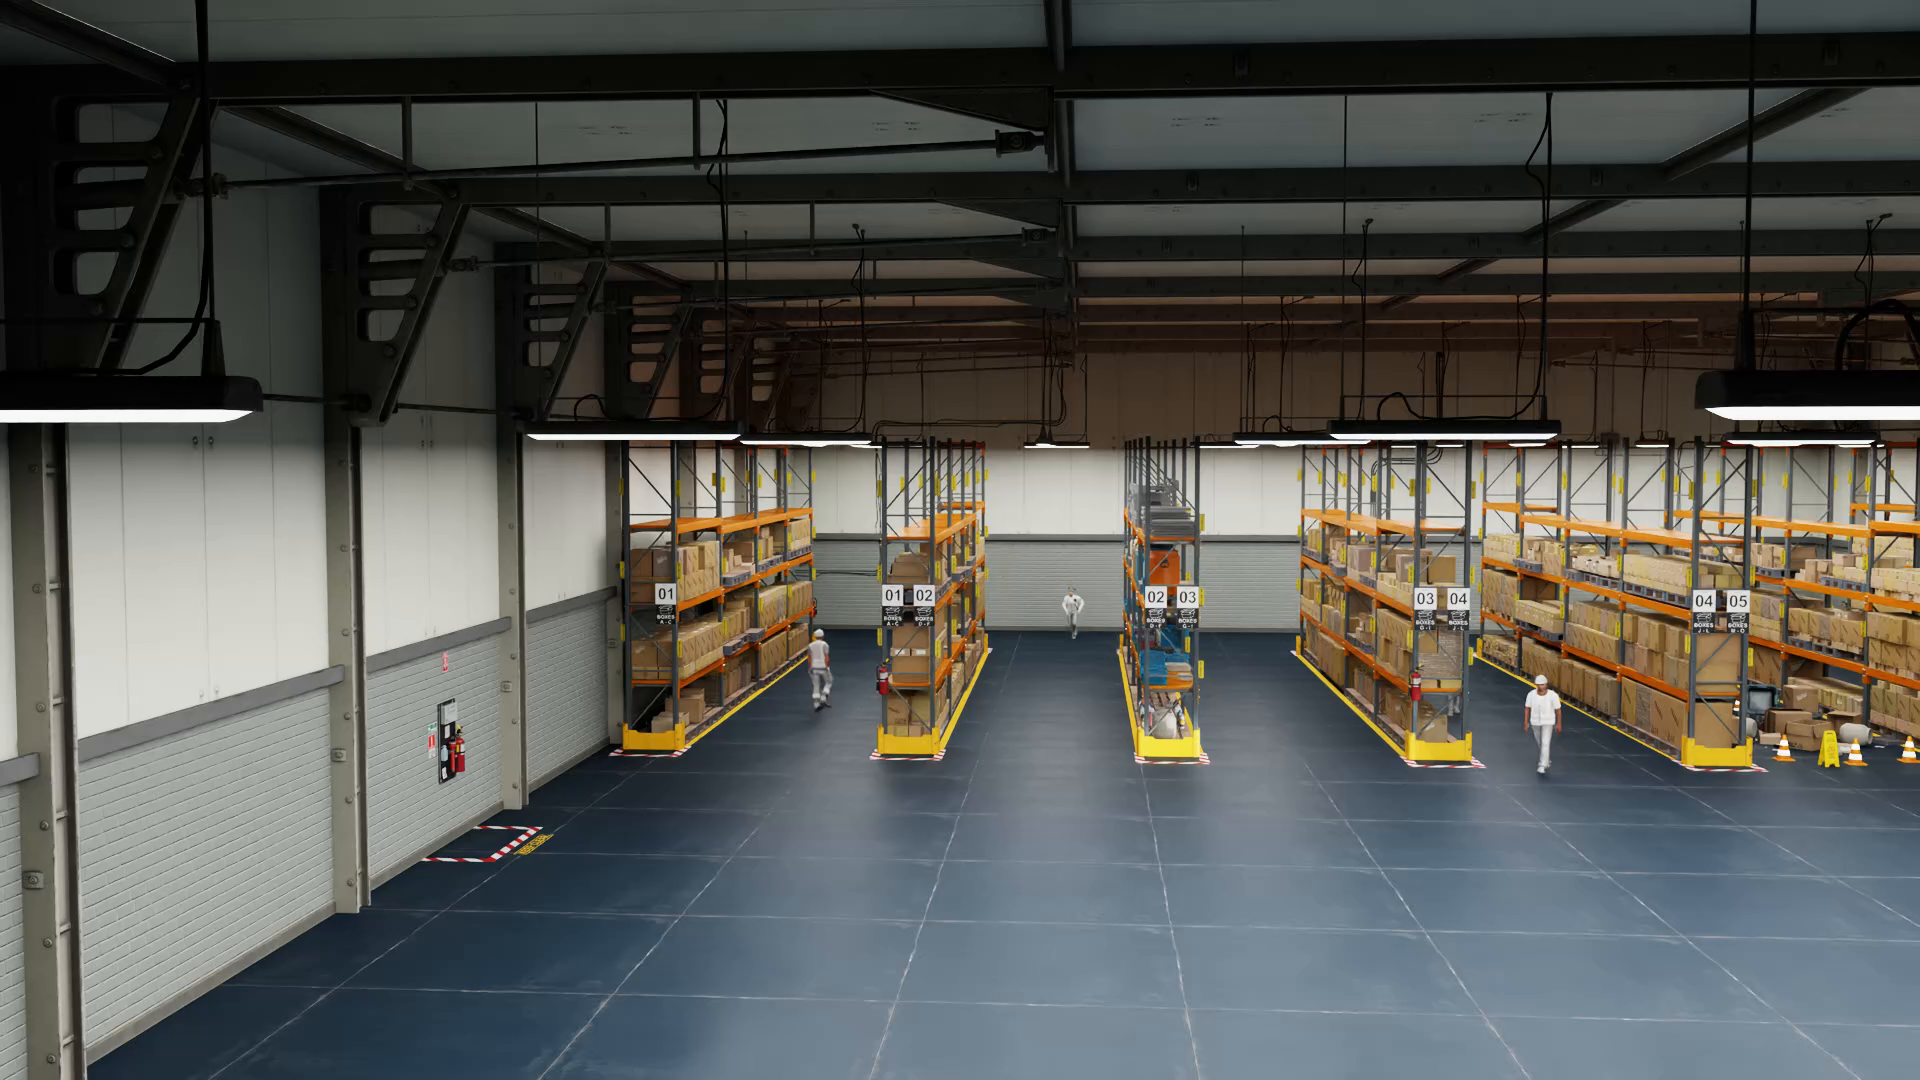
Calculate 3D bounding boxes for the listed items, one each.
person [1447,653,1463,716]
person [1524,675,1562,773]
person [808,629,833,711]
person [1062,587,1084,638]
[{"bbox_3d":[10.759,2.970,36.149,0.525,1.714,0.532,1,3,12],"label":"person"},{"bbox_3d":[10.306,3.255,29.519,0.595,1.711,1.029,3,4,42],"label":"person"},{"bbox_3d":[-3.099,2.852,36.741,0.574,1.773,0.494,1,3,17],"label":"person"},{"bbox_3d":[3.456,2.216,50.698,0.653,1.603,0.698,1,3,15],"label":"person"}]
